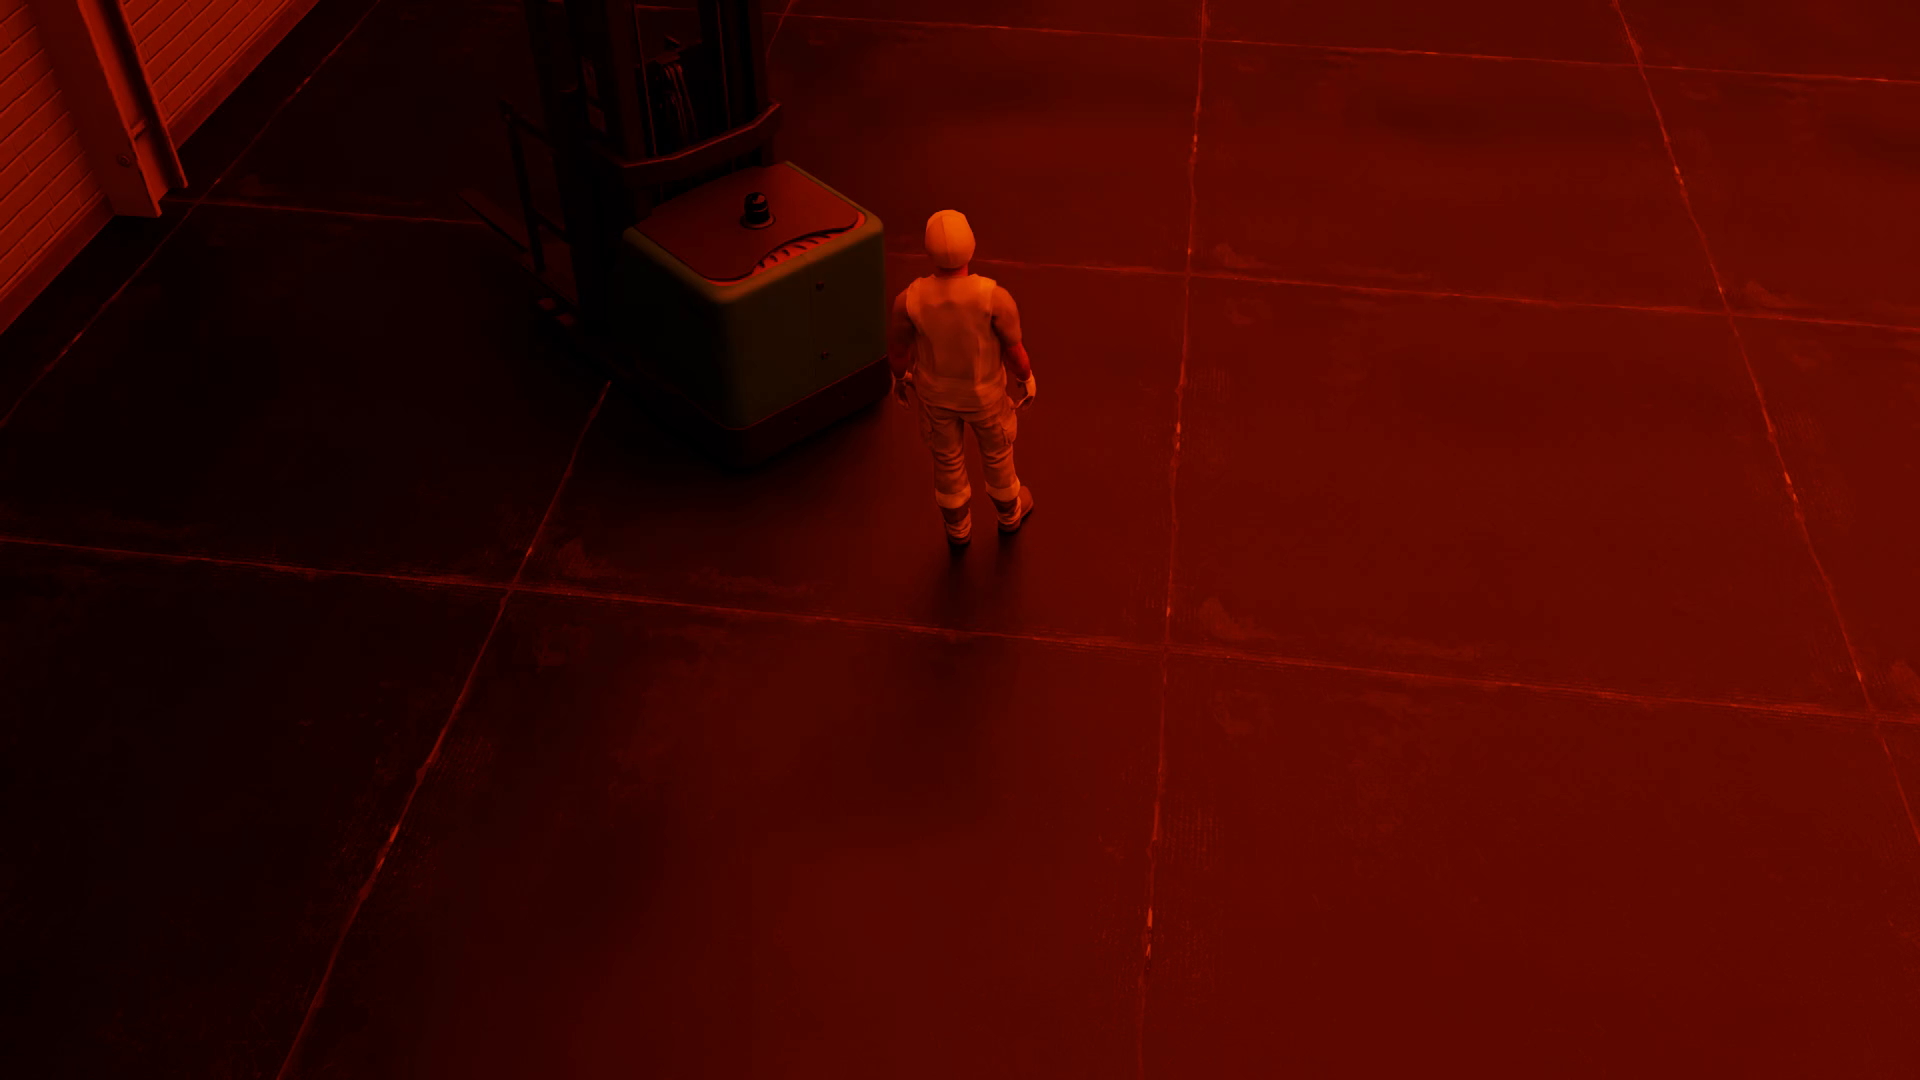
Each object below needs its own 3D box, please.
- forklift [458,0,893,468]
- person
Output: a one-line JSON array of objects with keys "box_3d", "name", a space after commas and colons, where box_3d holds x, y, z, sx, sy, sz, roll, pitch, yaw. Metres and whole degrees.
[{"box_3d": [-1.705, -2.351, 8.284, 1.130, 2.935, 3.031, -31, 51, -29], "name": "forklift"}, {"box_3d": [0.022, -0.717, 7.338, 0.638, 1.787, 0.564, 5, 43, 6], "name": "person"}]
